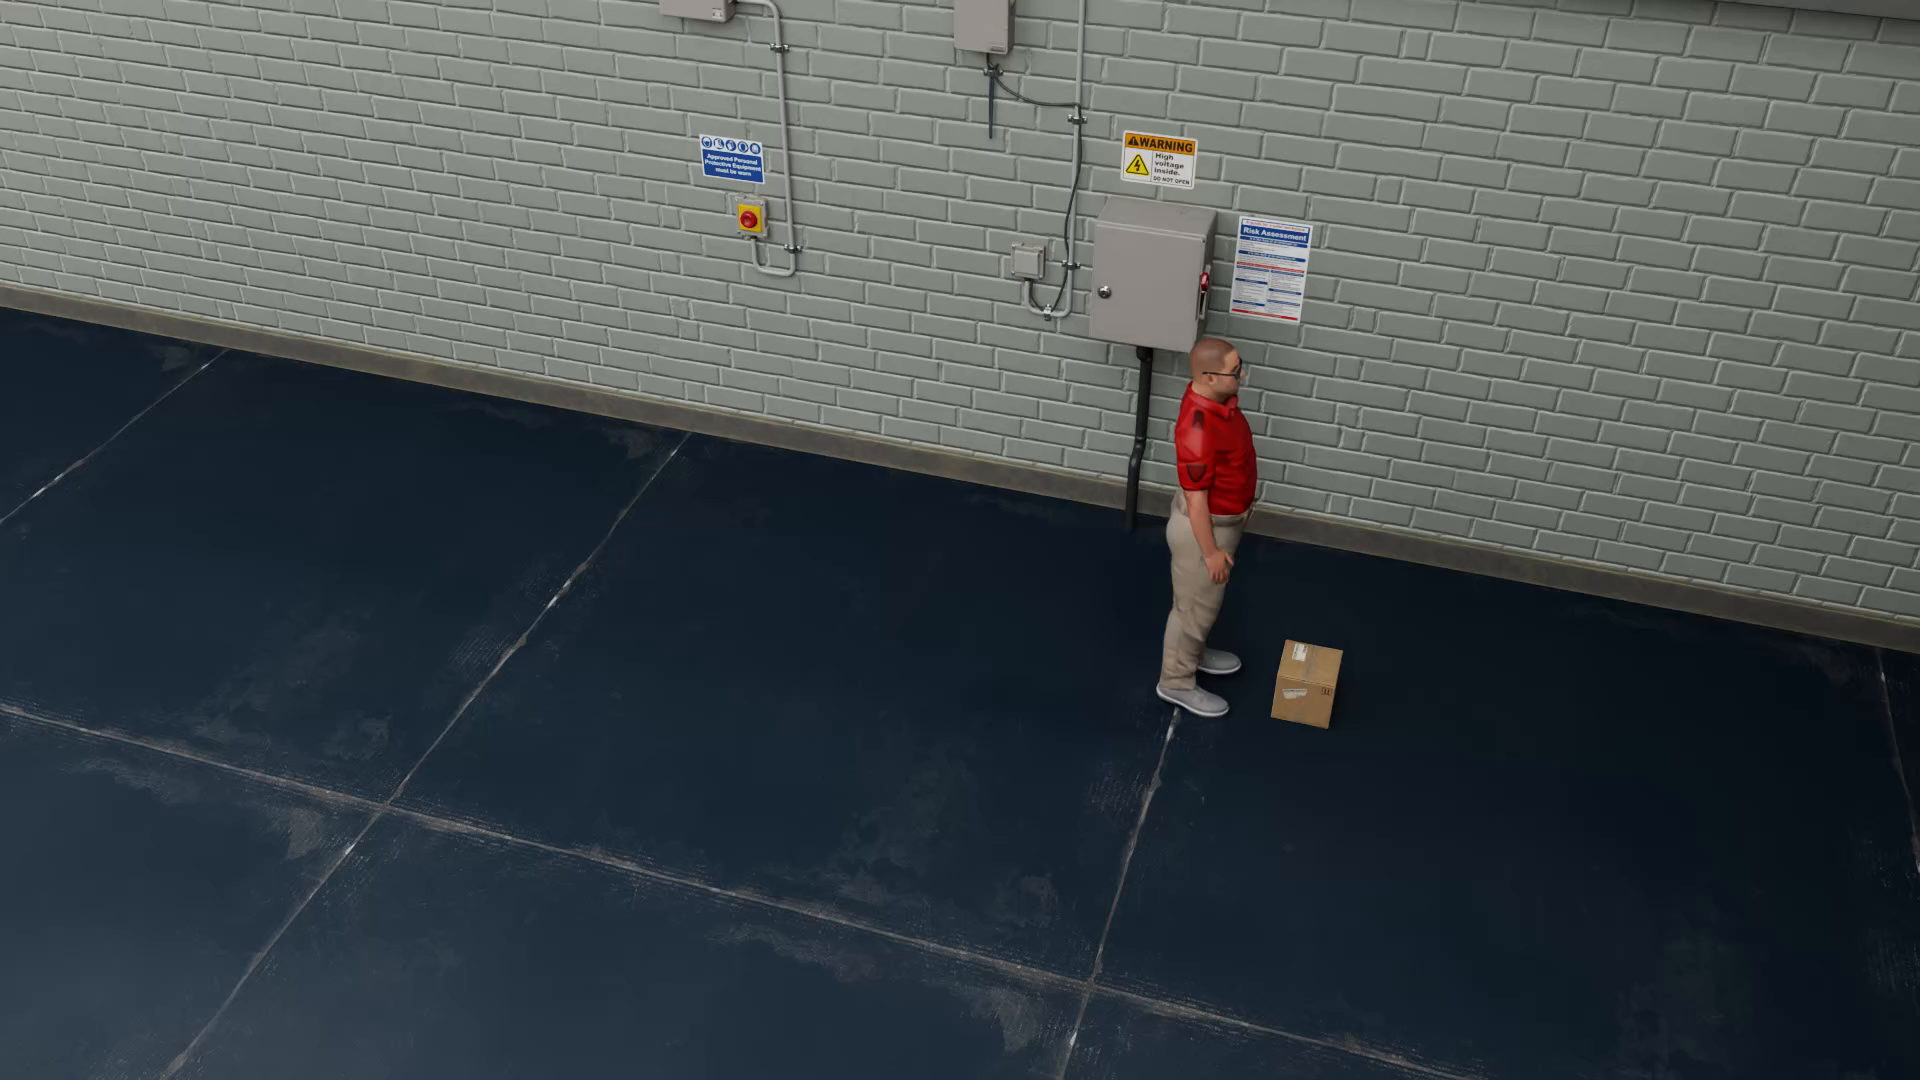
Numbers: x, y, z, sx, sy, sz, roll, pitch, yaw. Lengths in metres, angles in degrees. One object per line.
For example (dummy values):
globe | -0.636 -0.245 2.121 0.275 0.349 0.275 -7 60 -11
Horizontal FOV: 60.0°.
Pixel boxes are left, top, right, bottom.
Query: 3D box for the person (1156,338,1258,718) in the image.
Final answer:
person | 1.063 -0.064 6.967 0.379 1.741 0.551 8 37 10
